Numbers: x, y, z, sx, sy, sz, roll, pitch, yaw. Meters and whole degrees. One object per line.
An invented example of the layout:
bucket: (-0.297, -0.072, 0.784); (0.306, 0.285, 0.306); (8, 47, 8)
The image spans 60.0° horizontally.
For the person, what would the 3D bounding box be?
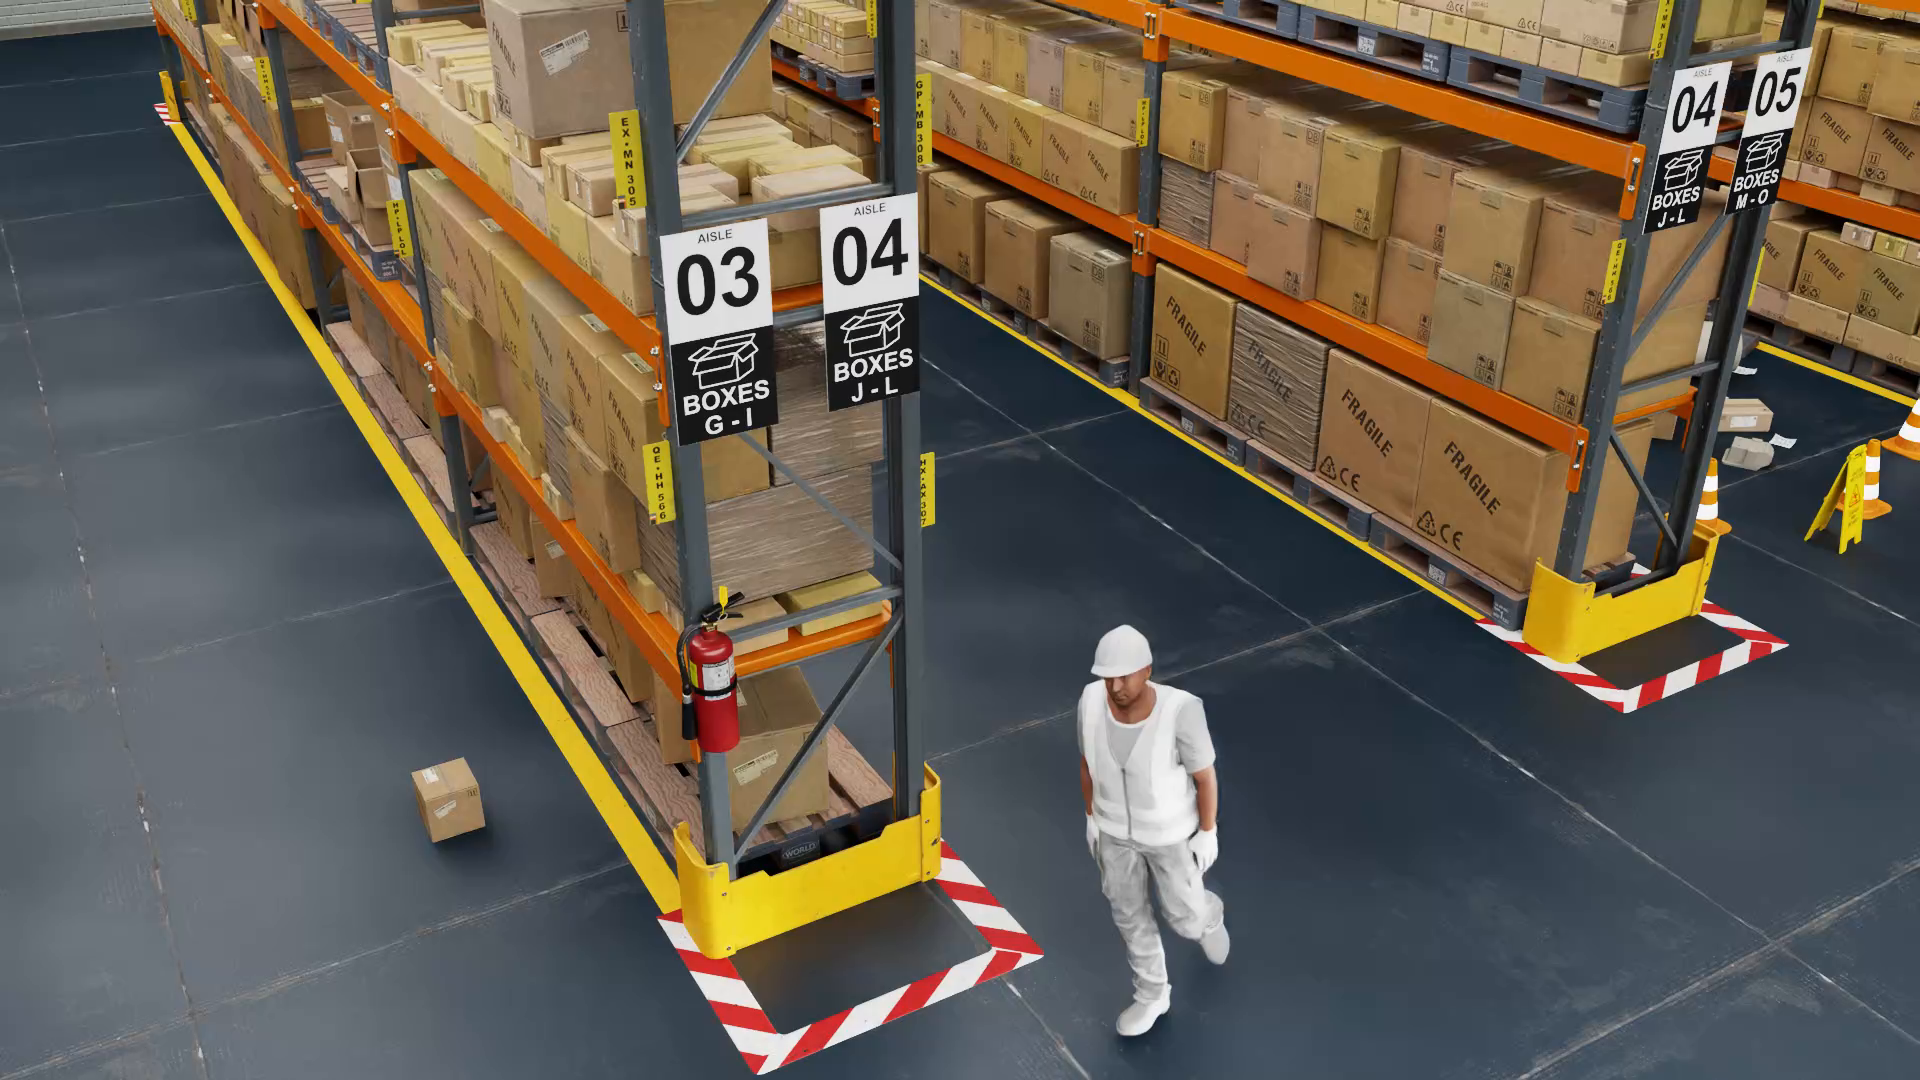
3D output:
person: (0.749, 1.086, 6.558); (0.611, 1.755, 0.683); (15, 32, 25)
